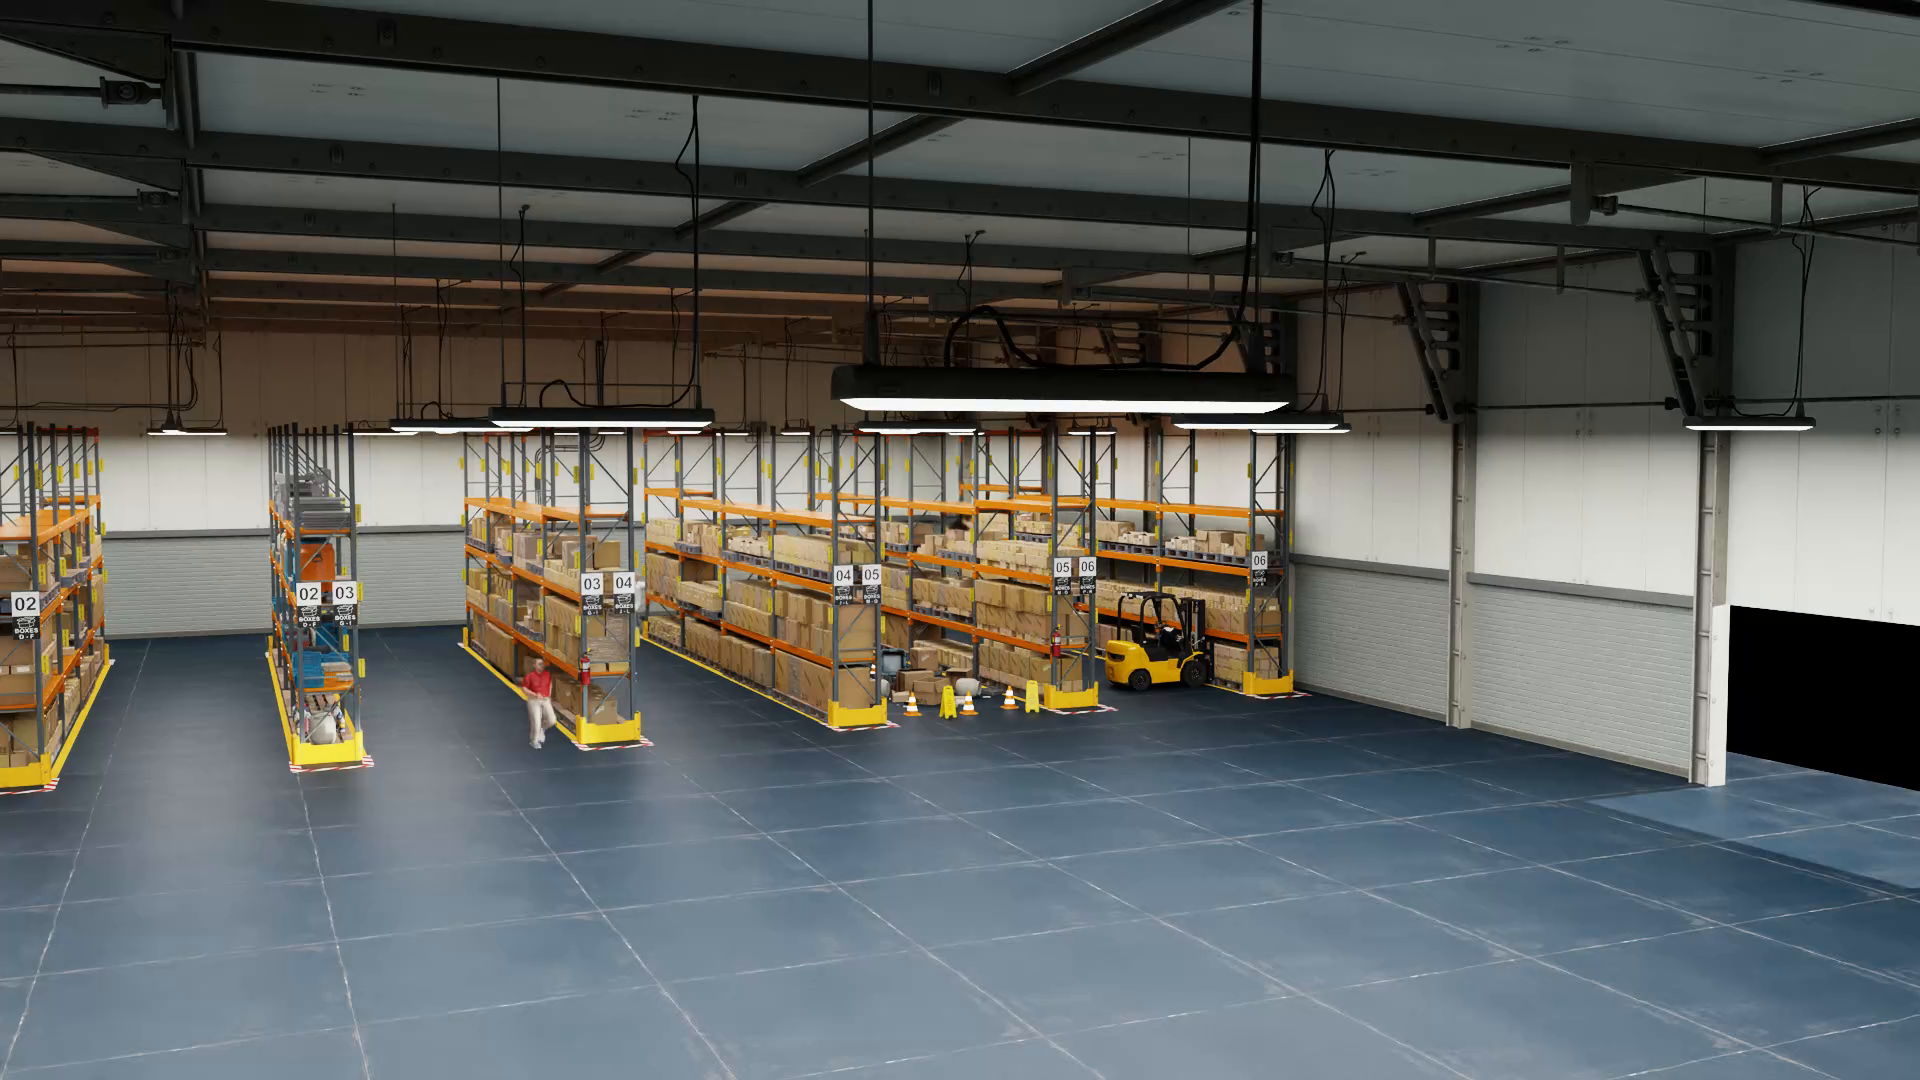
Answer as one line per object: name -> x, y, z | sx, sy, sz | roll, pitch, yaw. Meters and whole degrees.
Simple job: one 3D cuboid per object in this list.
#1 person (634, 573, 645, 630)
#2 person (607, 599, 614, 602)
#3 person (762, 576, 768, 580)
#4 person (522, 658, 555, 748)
person -> -9.439, 1.974, 48.584 | 0.766, 1.625, 0.921 | 3, 4, 37
person -> -10.190, 2.041, 47.450 | 0.633, 1.621, 0.563 | 0, 3, 4
person -> -5.939, 1.807, 50.643 | 0.901, 1.699, 0.585 | -1, 4, -9
person -> -7.746, 3.016, 30.713 | 0.666, 1.676, 0.637 | -3, 5, -42
